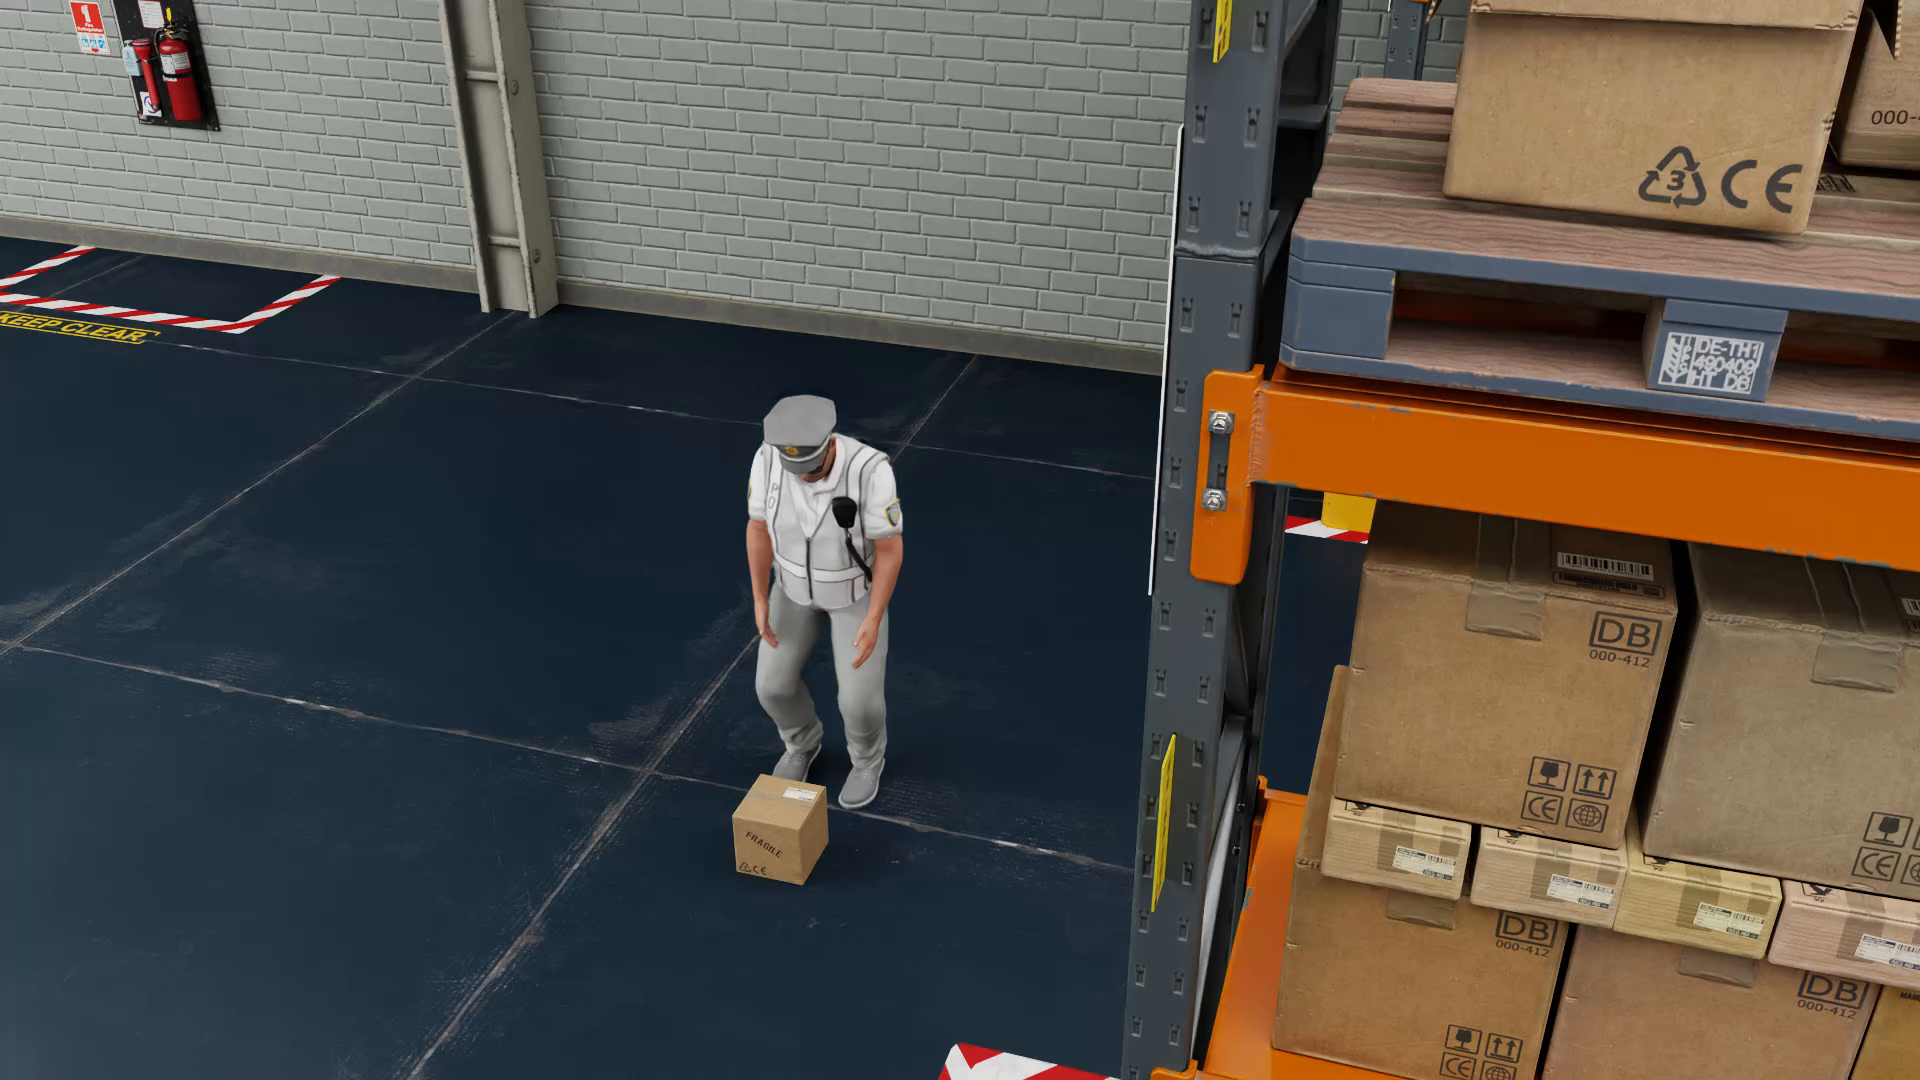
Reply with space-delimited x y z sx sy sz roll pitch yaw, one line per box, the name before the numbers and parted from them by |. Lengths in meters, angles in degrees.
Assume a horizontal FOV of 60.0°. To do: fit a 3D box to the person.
person | -0.463 0.202 5.891 0.575 1.633 0.609 9 30 16
